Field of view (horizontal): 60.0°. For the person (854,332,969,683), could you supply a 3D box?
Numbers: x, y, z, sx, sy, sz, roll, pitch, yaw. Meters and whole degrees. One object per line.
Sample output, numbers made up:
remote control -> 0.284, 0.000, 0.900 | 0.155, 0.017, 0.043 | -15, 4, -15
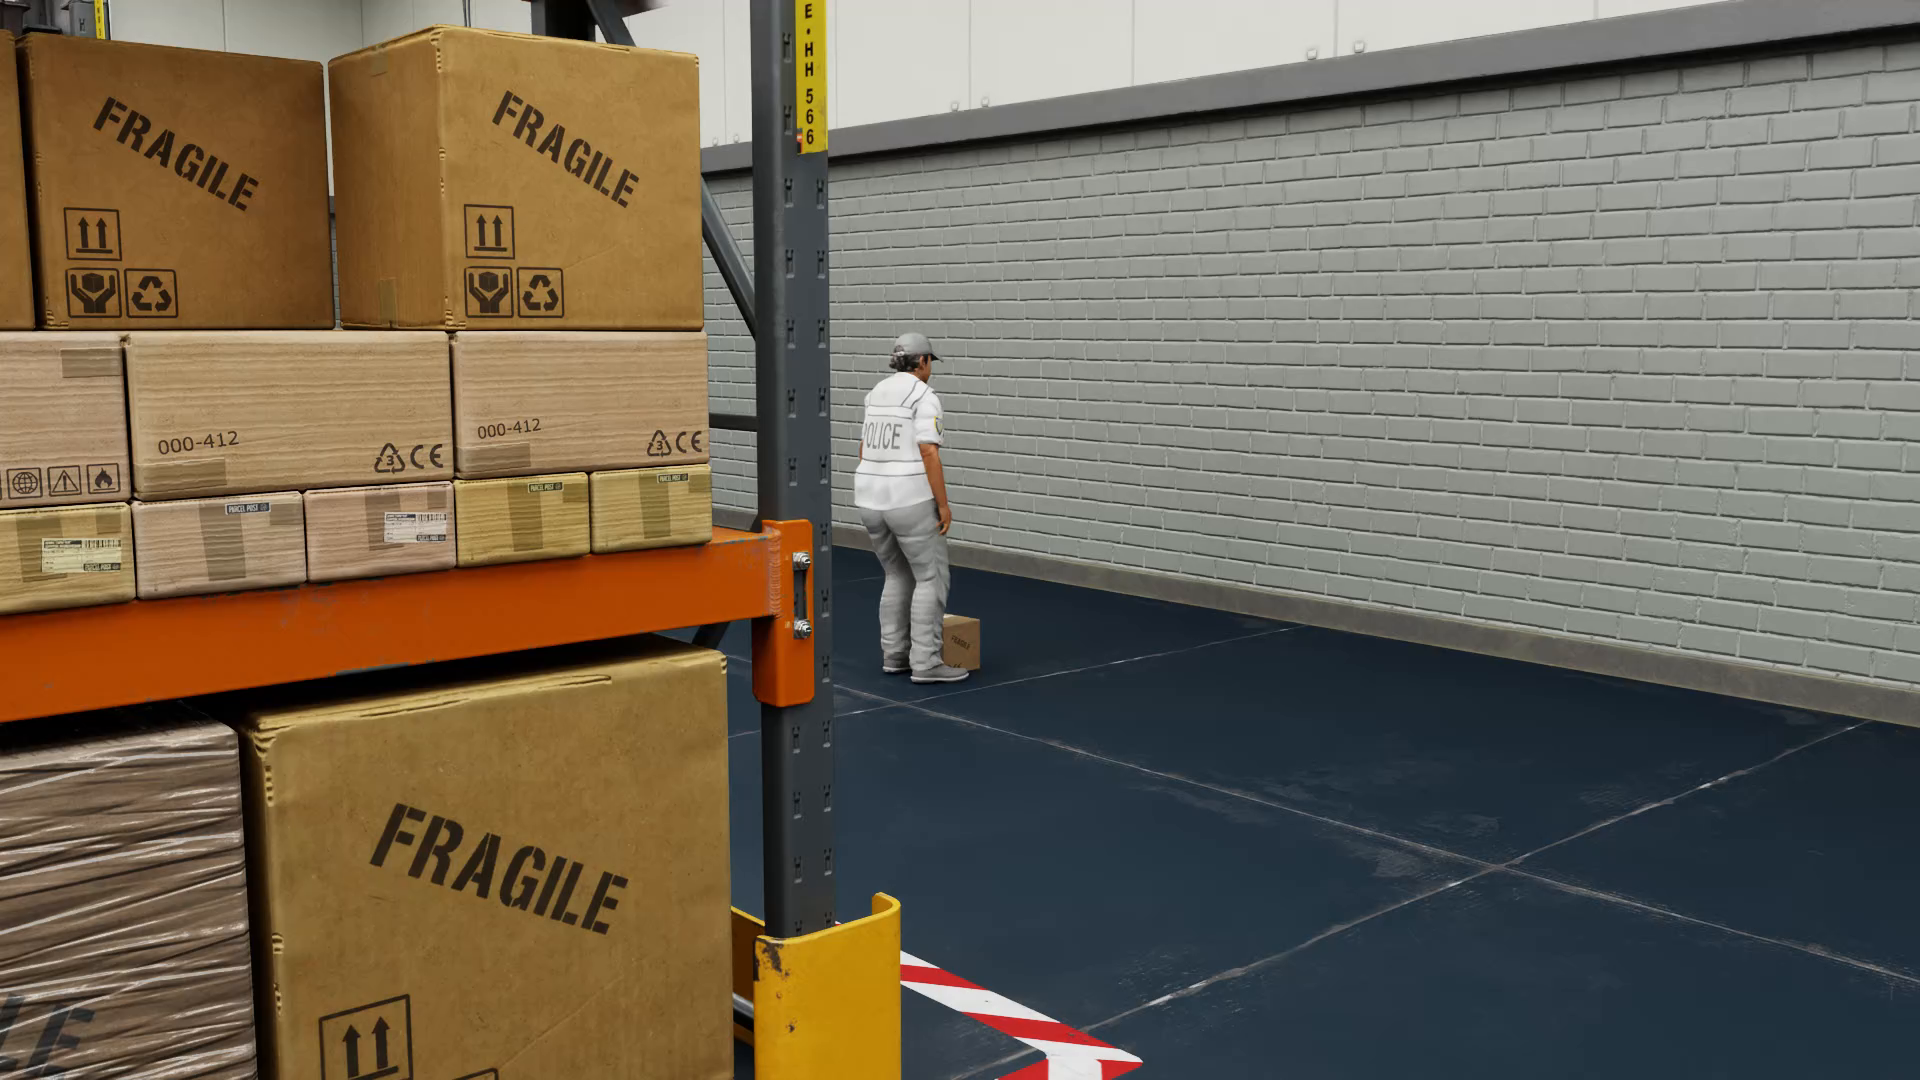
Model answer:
person -> -0.239, -0.164, 8.012 | 0.470, 1.665, 0.560 | -7, 11, -44
